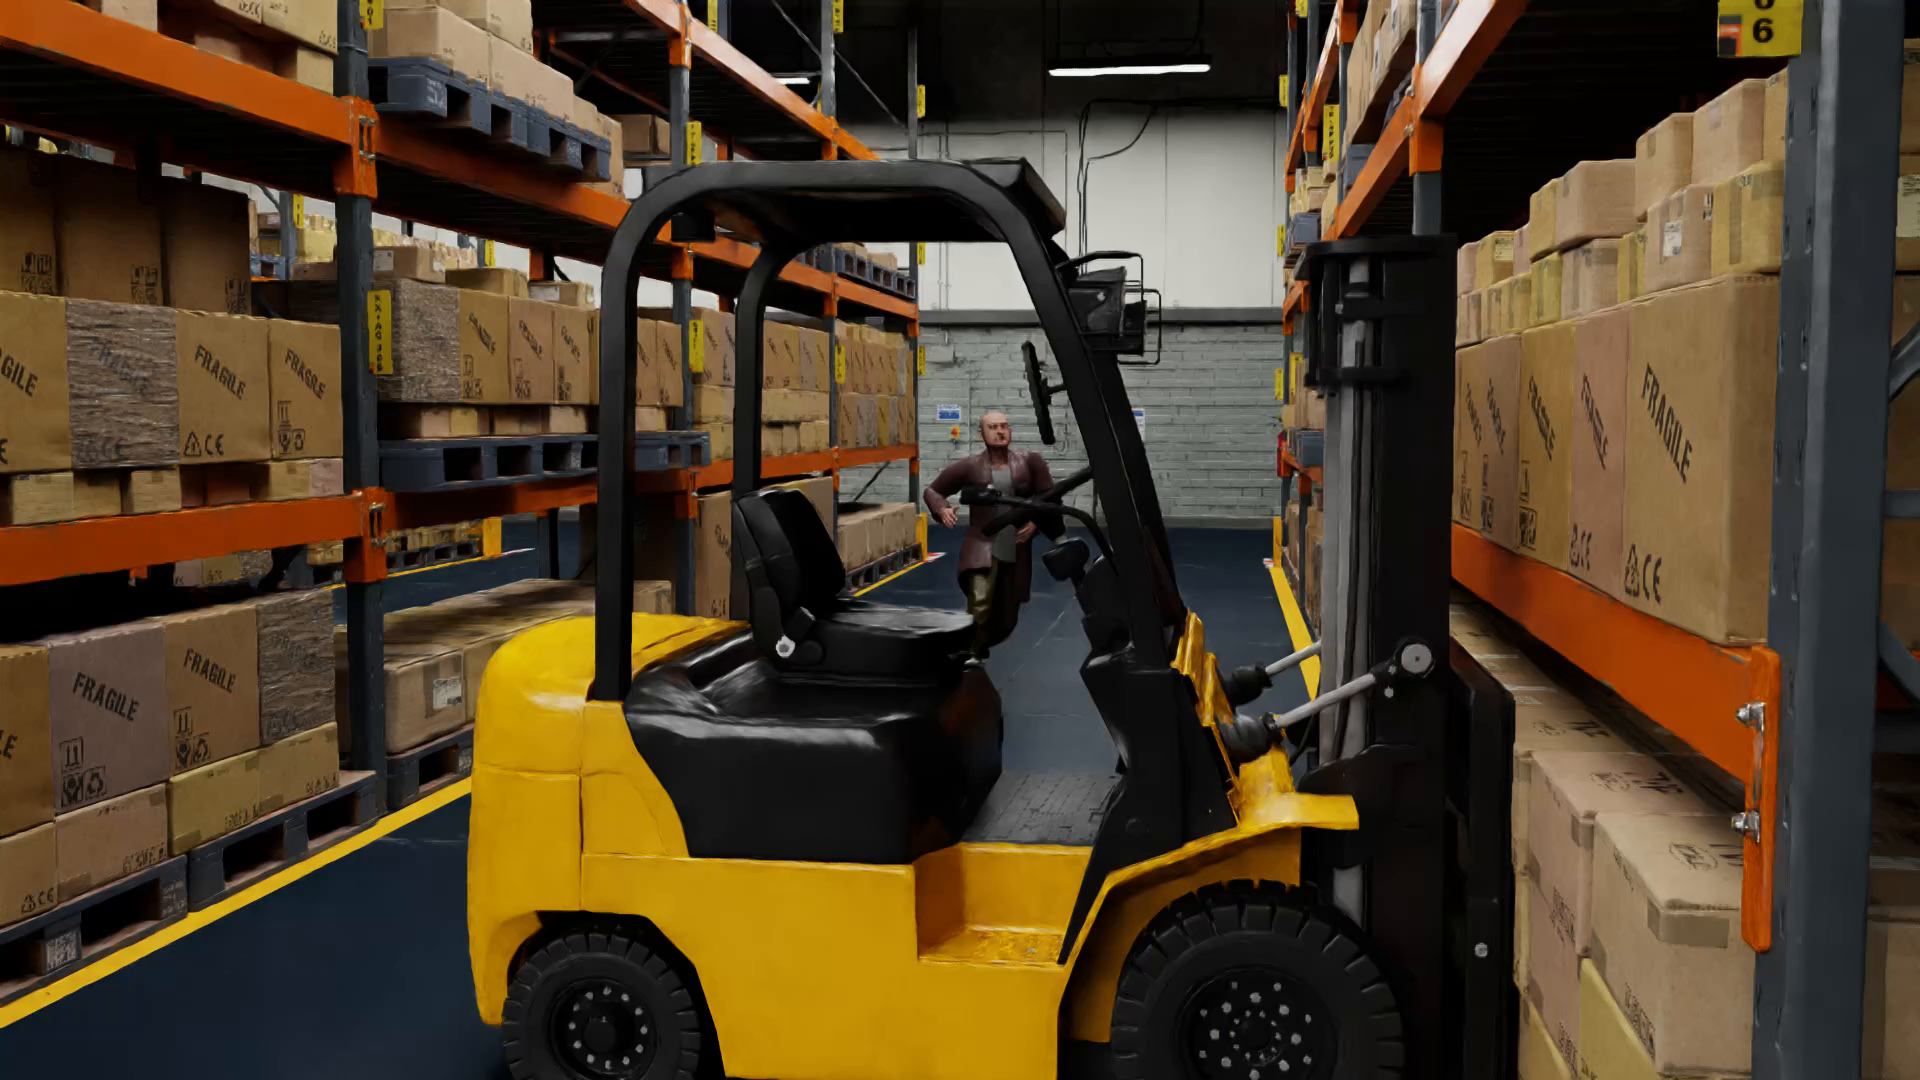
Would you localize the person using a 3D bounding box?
[{"bbox_3d":[0.203,0.055,9.808,0.770,1.635,1.079,-2,5,-20],"label":"person"}]
